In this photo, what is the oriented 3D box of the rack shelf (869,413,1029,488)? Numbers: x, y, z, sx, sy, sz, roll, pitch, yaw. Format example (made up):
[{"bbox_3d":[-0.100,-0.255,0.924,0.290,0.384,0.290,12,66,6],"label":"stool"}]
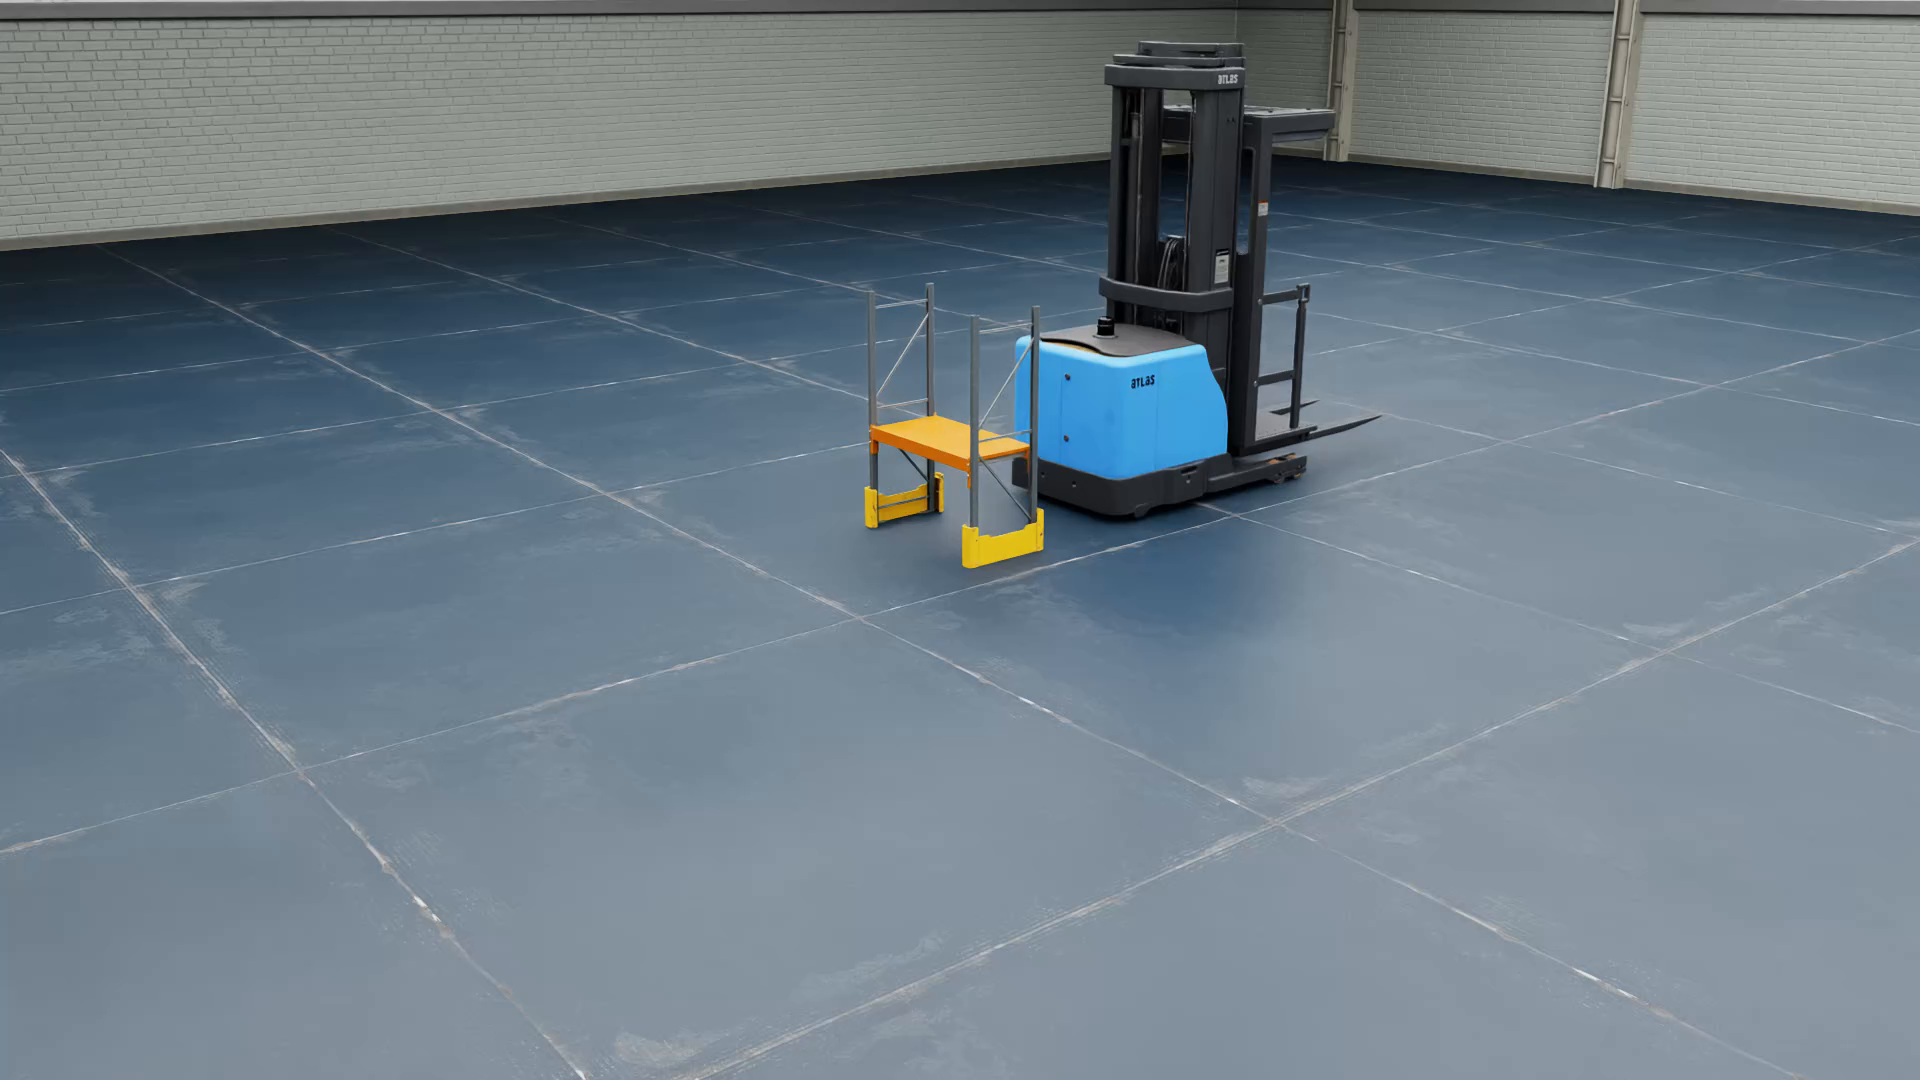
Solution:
[{"bbox_3d":[-0.053,-0.562,10.247,0.538,0.185,1.000,-14,23,-36],"label":"rack shelf"}]

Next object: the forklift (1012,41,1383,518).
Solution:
[{"bbox_3d":[1.805,-1.895,11.424,3.031,2.935,1.130,-15,23,-38],"label":"forklift"}]

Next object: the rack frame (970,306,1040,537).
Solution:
[{"bbox_3d":[0.263,-0.608,9.812,0.500,1.500,0.032,-14,23,-36],"label":"rack frame"}]

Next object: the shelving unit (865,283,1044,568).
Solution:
[{"bbox_3d":[-0.047,-0.731,10.183,0.587,1.500,1.083,-14,23,-36],"label":"shelving unit"}]

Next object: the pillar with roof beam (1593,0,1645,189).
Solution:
[{"bbox_3d":[7.875,-9.552,24.895,9.100,9.000,0.400,-14,23,-36],"label":"pillar with roof beam"}]

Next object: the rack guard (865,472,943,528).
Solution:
[{"bbox_3d":[-0.357,-0.260,10.751,0.587,0.250,0.087,-14,23,-36],"label":"rack guard"}]

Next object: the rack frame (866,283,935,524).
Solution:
[{"bbox_3d":[-0.369,-0.858,10.569,0.500,1.500,0.032,-14,23,-36],"label":"rack frame"}]

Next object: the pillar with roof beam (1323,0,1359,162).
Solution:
[{"bbox_3d":[4.149,-11.031,29.360,9.100,9.000,0.400,-14,23,-36],"label":"pillar with roof beam"}]

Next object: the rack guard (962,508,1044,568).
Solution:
[{"bbox_3d":[0.262,-0.015,10.009,0.587,0.250,0.087,-14,23,-36],"label":"rack guard"}]
